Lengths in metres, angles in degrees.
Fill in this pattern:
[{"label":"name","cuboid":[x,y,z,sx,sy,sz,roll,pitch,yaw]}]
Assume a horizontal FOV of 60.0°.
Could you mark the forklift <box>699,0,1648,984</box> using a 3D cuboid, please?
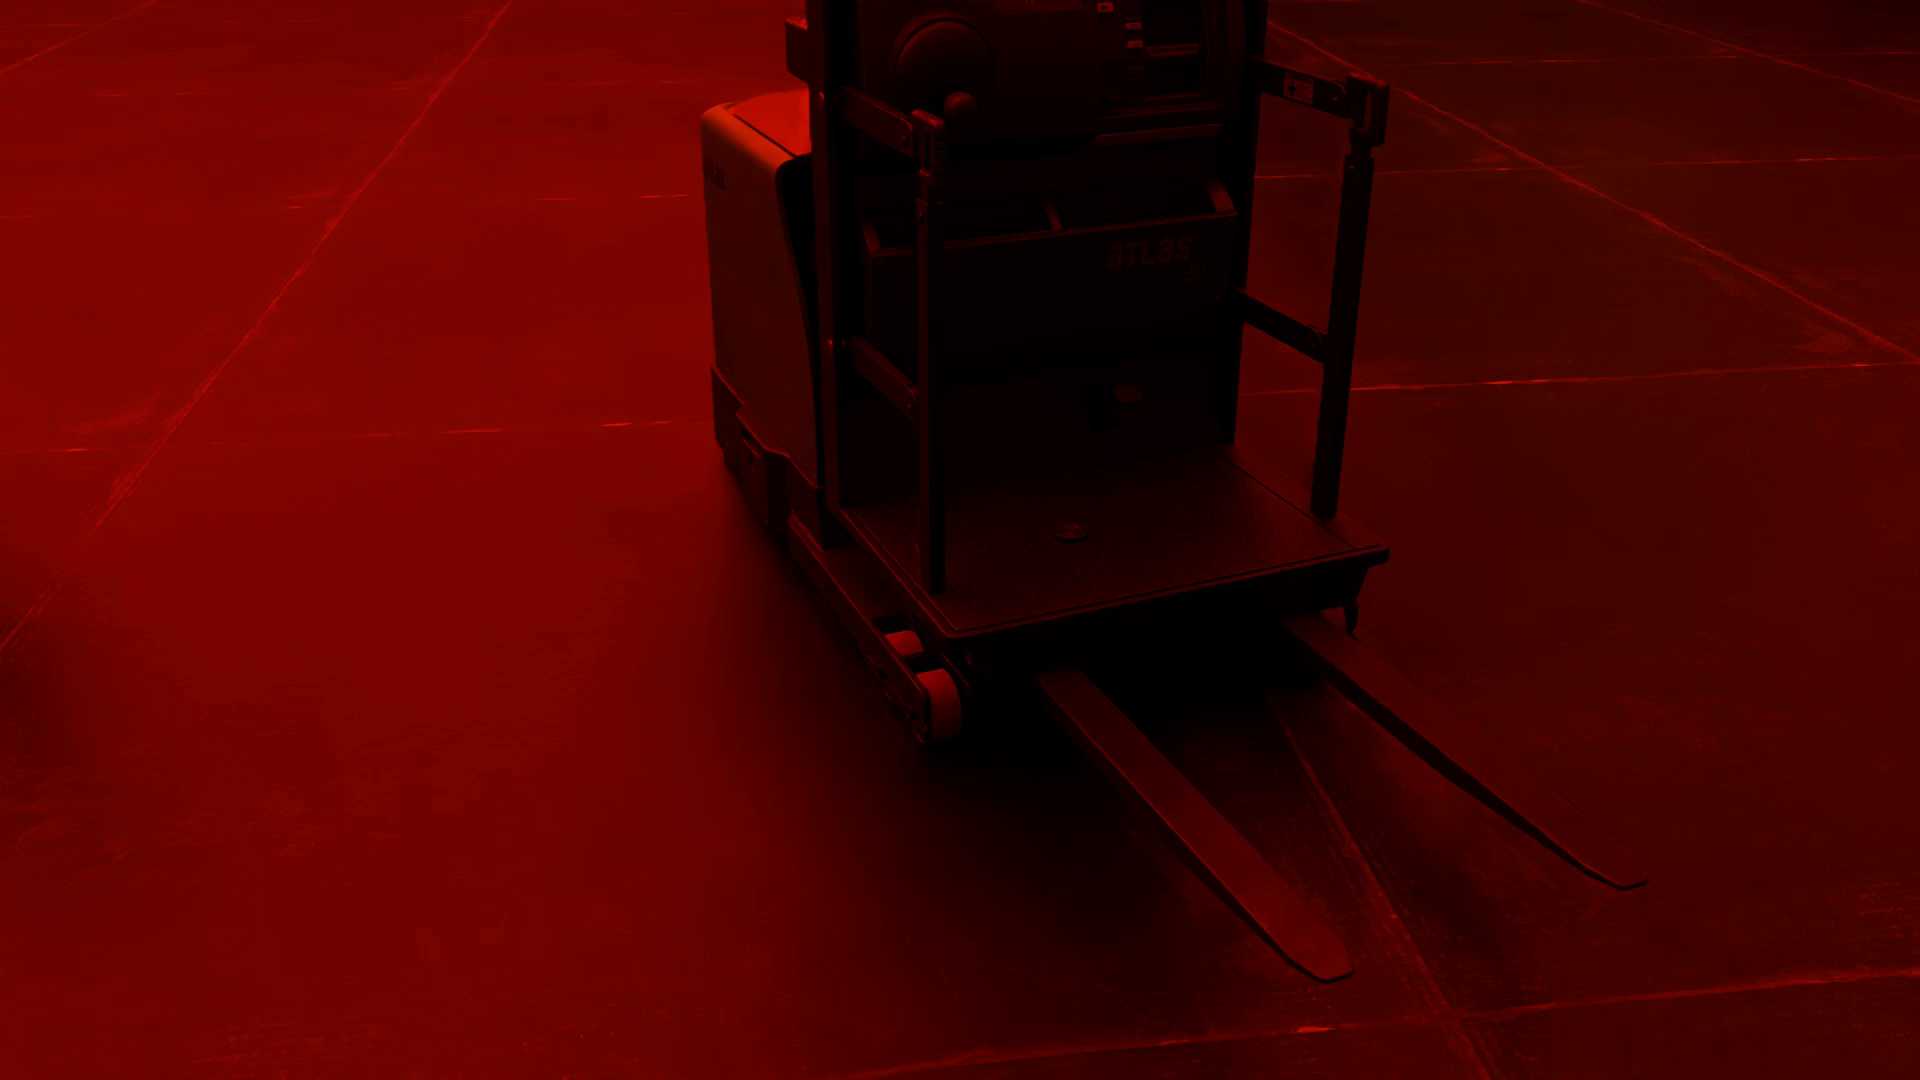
[{"label":"forklift","cuboid":[0.292,-1.080,3.470,1.130,2.935,3.031,-10,28,-21]}]
